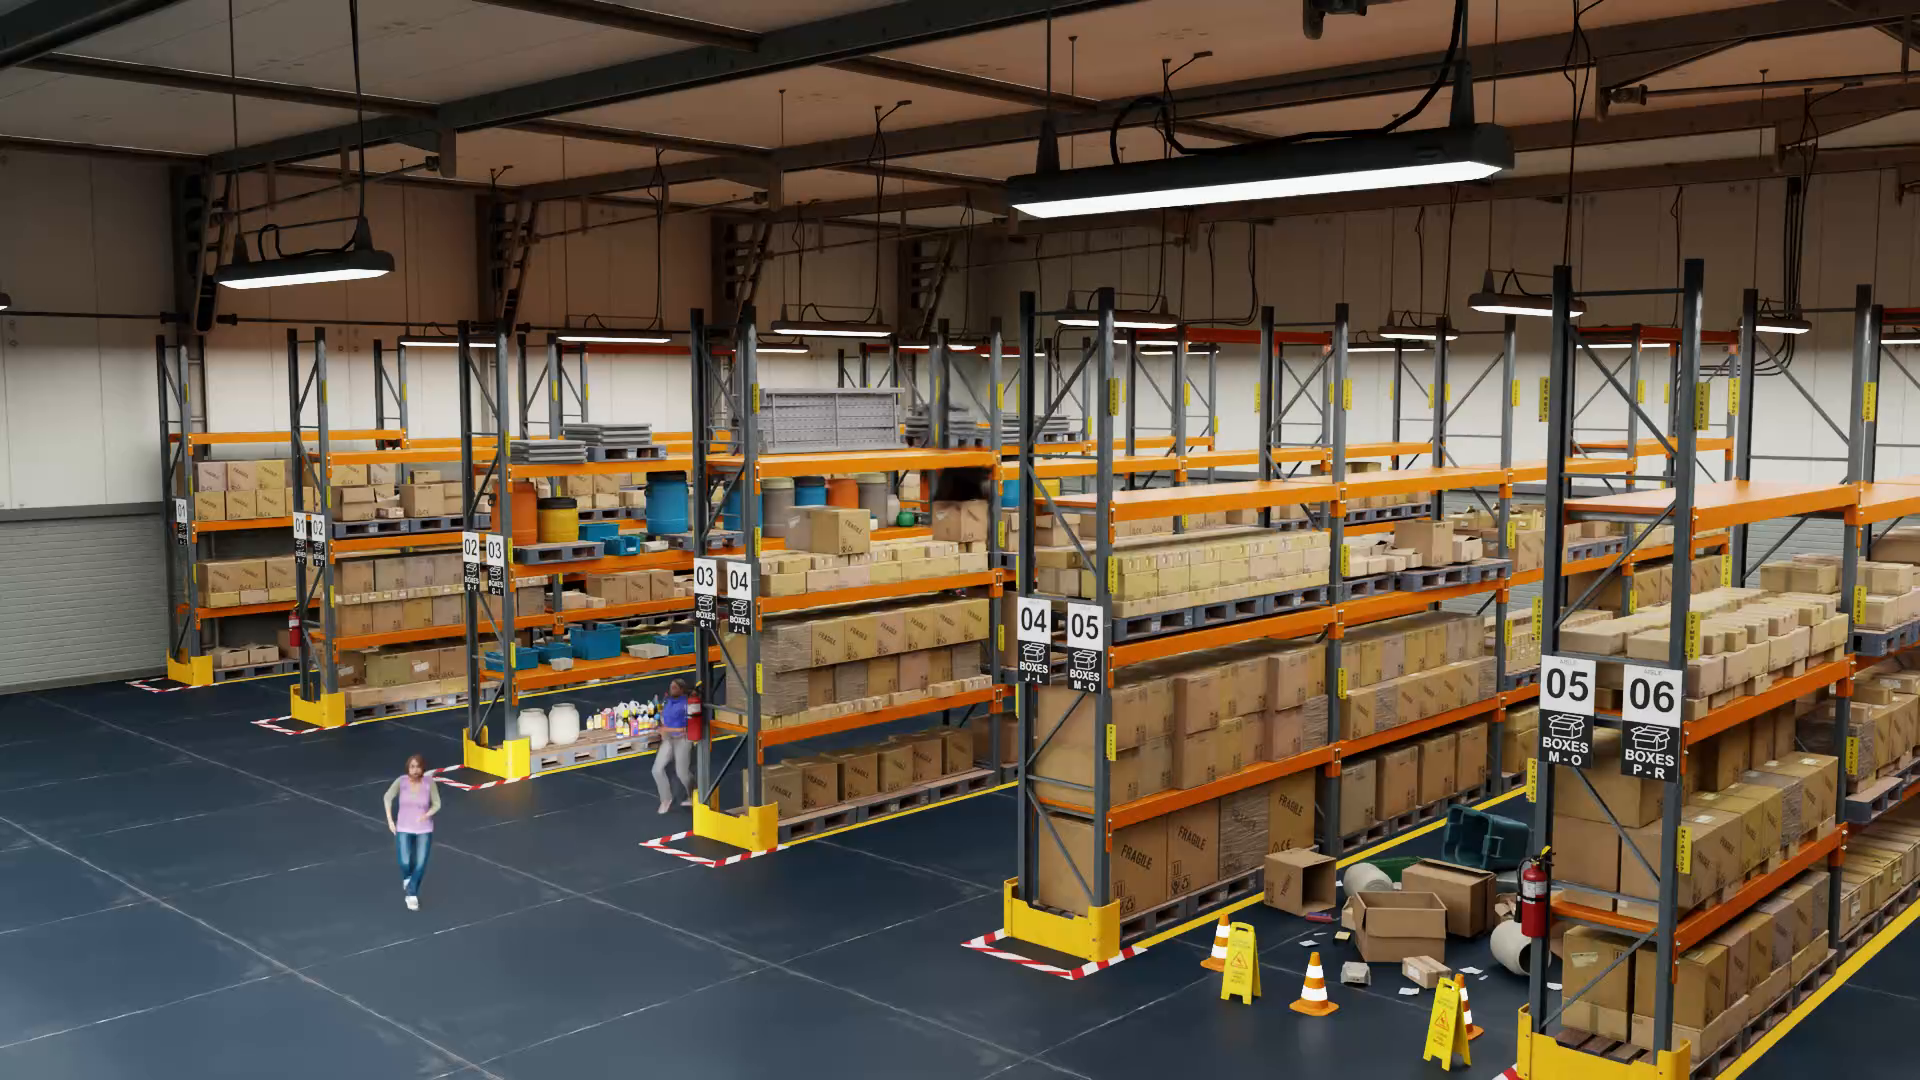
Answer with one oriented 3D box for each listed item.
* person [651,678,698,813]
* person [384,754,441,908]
[{"bbox_3d":[-3.382,2.499,20.081,0.560,1.711,0.691,4,7,39],"label":"person"},{"bbox_3d":[-5.360,2.867,16.305,0.530,1.552,0.561,-2,6,-18],"label":"person"}]
